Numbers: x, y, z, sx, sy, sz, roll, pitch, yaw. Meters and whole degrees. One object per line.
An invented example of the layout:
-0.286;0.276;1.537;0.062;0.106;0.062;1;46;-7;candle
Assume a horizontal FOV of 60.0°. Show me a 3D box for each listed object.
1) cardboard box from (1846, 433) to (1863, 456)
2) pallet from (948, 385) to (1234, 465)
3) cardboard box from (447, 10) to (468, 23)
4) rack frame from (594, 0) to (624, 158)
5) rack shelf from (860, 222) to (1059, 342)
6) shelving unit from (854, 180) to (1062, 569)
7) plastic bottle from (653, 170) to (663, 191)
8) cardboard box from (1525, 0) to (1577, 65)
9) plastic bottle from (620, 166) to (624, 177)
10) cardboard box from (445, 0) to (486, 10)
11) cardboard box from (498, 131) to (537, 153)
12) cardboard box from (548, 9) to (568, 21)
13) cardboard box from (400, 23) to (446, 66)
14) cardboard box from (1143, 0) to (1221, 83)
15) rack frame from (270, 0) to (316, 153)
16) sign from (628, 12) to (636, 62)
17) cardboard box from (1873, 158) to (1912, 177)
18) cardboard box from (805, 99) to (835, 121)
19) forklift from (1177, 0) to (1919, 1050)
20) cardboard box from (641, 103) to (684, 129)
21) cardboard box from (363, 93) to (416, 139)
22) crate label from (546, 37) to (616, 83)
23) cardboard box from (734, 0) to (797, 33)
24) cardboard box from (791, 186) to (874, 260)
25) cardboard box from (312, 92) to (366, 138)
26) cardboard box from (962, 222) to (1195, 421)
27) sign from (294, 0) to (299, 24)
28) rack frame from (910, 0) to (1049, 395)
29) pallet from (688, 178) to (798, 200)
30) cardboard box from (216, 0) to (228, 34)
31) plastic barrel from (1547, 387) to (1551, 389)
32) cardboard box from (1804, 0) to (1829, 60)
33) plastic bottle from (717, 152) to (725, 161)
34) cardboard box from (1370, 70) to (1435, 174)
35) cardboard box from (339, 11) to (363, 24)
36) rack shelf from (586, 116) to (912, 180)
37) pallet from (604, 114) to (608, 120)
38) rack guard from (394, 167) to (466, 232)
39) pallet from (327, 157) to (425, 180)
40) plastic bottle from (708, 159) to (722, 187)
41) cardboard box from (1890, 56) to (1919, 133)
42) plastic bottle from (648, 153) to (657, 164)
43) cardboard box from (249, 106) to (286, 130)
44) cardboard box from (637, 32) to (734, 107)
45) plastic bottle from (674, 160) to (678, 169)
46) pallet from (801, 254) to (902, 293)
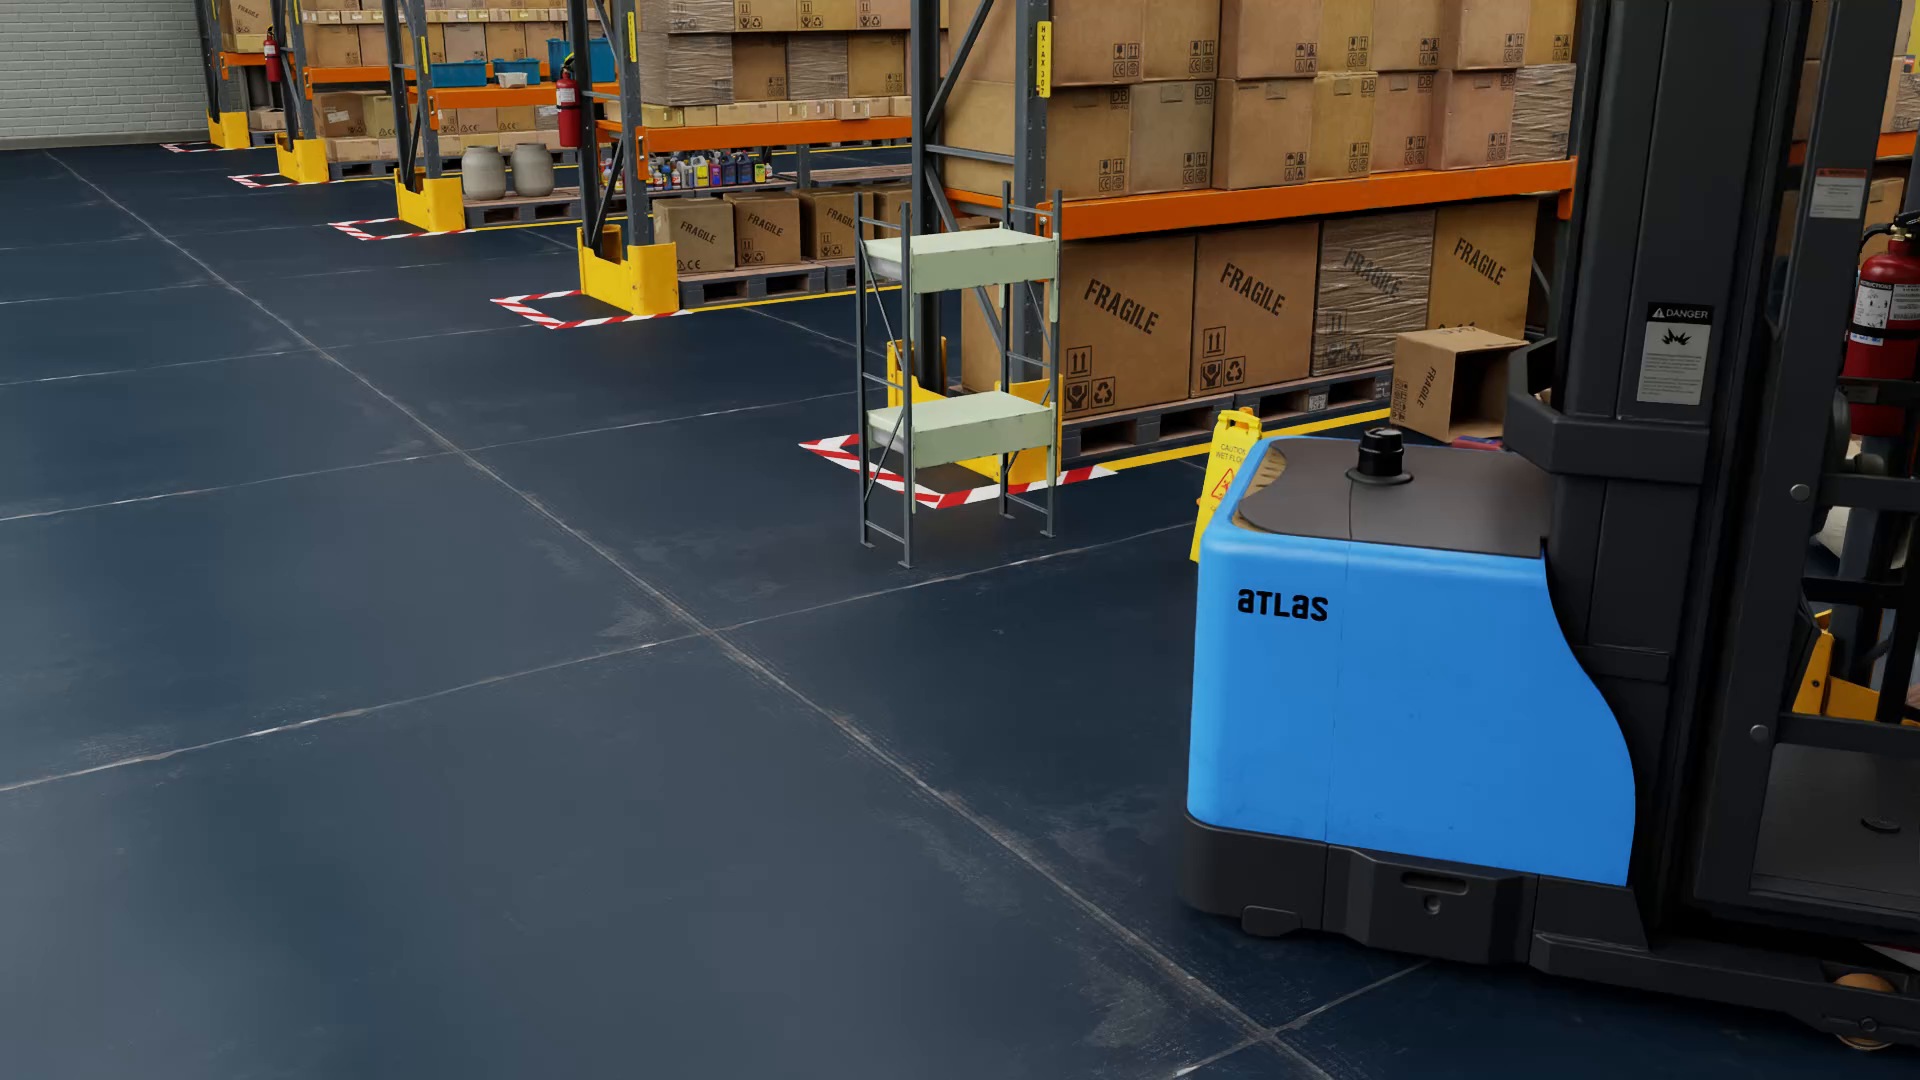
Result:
4.364;-0.401;8.015;0.258;0.266;0.396;5;19;16;cardboard box
0.702;-0.708;9.009;1.213;0.211;1.003;-12;22;-31;pallet
-6.281;-6.499;20.615;0.250;0.149;0.380;-12;22;-31;cardboard box
-4.671;-6.566;21.984;0.127;3.000;1.000;-12;22;-31;rack frame
-0.006;-1.079;6.876;0.720;0.370;0.431;-12;22;-31;rack shelf
-0.006;-0.709;7.001;0.755;1.500;0.431;-12;22;-31;shelving unit
-3.152;-3.751;17.337;0.097;0.201;0.097;0;19;0;plastic bottle
3.091;-3.098;9.806;0.550;0.550;0.875;-12;22;-31;cardboard box
-3.572;-3.891;17.754;0.097;0.201;0.097;0;19;0;plastic bottle
-6.295;-6.883;20.740;0.500;0.500;0.700;-12;22;-31;cardboard box
-5.771;-5.145;21.418;0.500;0.250;0.500;-12;22;-31;cardboard box
-5.205;-6.726;21.288;0.250;0.149;0.380;-13;22;-33;cardboard box
-6.761;-6.168;20.649;0.500;0.500;0.700;-12;22;-31;cardboard box
0.817;-2.626;8.409;0.550;0.550;0.875;-12;22;-31;cardboard box
-8.012;-5.862;19.900;0.127;3.000;1.000;-12;22;-31;rack frame
-2.268;-3.476;11.493;0.005;0.325;0.100;-12;22;-31;sign
7.185;-2.837;13.028;0.500;0.250;0.500;-13;22;-33;cardboard box
-1.157;-3.301;12.717;0.250;0.149;0.380;-12;22;-31;cardboard box
2.140;-0.396;3.840;3.031;2.935;1.130;6;20;17;forklift
-2.197;-3.079;12.061;0.250;0.149;0.380;-12;22;-31;cardboard box
-7.025;-5.237;20.519;0.500;0.500;0.500;-12;22;-31;cardboard box
-3.902;-4.950;17.147;0.616;0.435;0.502;-12;22;-31;crate label
-1.536;-3.984;12.163;0.500;0.500;0.500;-12;22;-31;cardboard box
-1.022;-2.551;13.355;0.500;0.500;0.500;-10;21;-26;cardboard box
-7.727;-5.288;20.668;0.500;0.500;0.500;-12;22;-31;cardboard box
0.607;-1.197;8.762;0.875;0.875;0.875;-12;22;-31;cardboard box
-7.711;-6.160;19.307;0.005;0.325;0.100;-12;22;-31;sign
0.077;-1.867;8.084;0.127;3.000;1.000;-12;22;-31;rack frame
-2.534;-3.813;18.193;1.213;0.211;1.003;-12;22;-31;pallet
-10.462;-7.620;24.132;0.500;0.500;0.500;-12;22;-32;cardboard box
3.314;-0.741;8.776;0.421;0.421;0.512;2;19;6;plastic barrel
5.529;-3.540;11.316;0.500;0.500;0.700;-12;22;-32;cardboard box
-2.653;-4.131;18.335;0.133;0.283;0.061;-12;22;-31;plastic bottle
2.154;-2.408;9.449;0.550;0.550;0.875;-12;22;-31;cardboard box
-7.346;-6.275;19.954;0.250;0.149;0.380;-13;22;-33;cardboard box
-0.896;-3.223;13.218;4.000;0.370;1.077;-12;22;-31;rack shelf
-5.729;-6.924;27.395;1.213;0.211;1.003;-12;22;-31;pallet
-5.253;-3.378;16.456;0.348;0.500;1.175;-12;22;-31;rack guard
-7.396;-4.687;20.778;1.213;0.211;1.003;-12;22;-31;pallet
-2.603;-3.898;17.646;0.133;0.283;0.061;-10;21;-28;plastic bottle
6.530;-3.172;11.789;0.500;0.500;0.500;-12;22;-31;cardboard box
-3.365;-4.055;18.005;0.185;0.351;0.144;-12;22;-32;plastic bottle
-10.112;-6.219;24.467;0.500;0.311;0.500;-15;24;-37;cardboard box
-2.092;-3.489;12.262;0.500;0.500;0.875;-12;22;-31;cardboard box
-2.956;-3.882;17.598;0.133;0.283;0.061;-12;22;-31;plastic bottle
-0.787;-2.251;13.574;1.213;0.211;1.003;-12;22;-31;pallet
